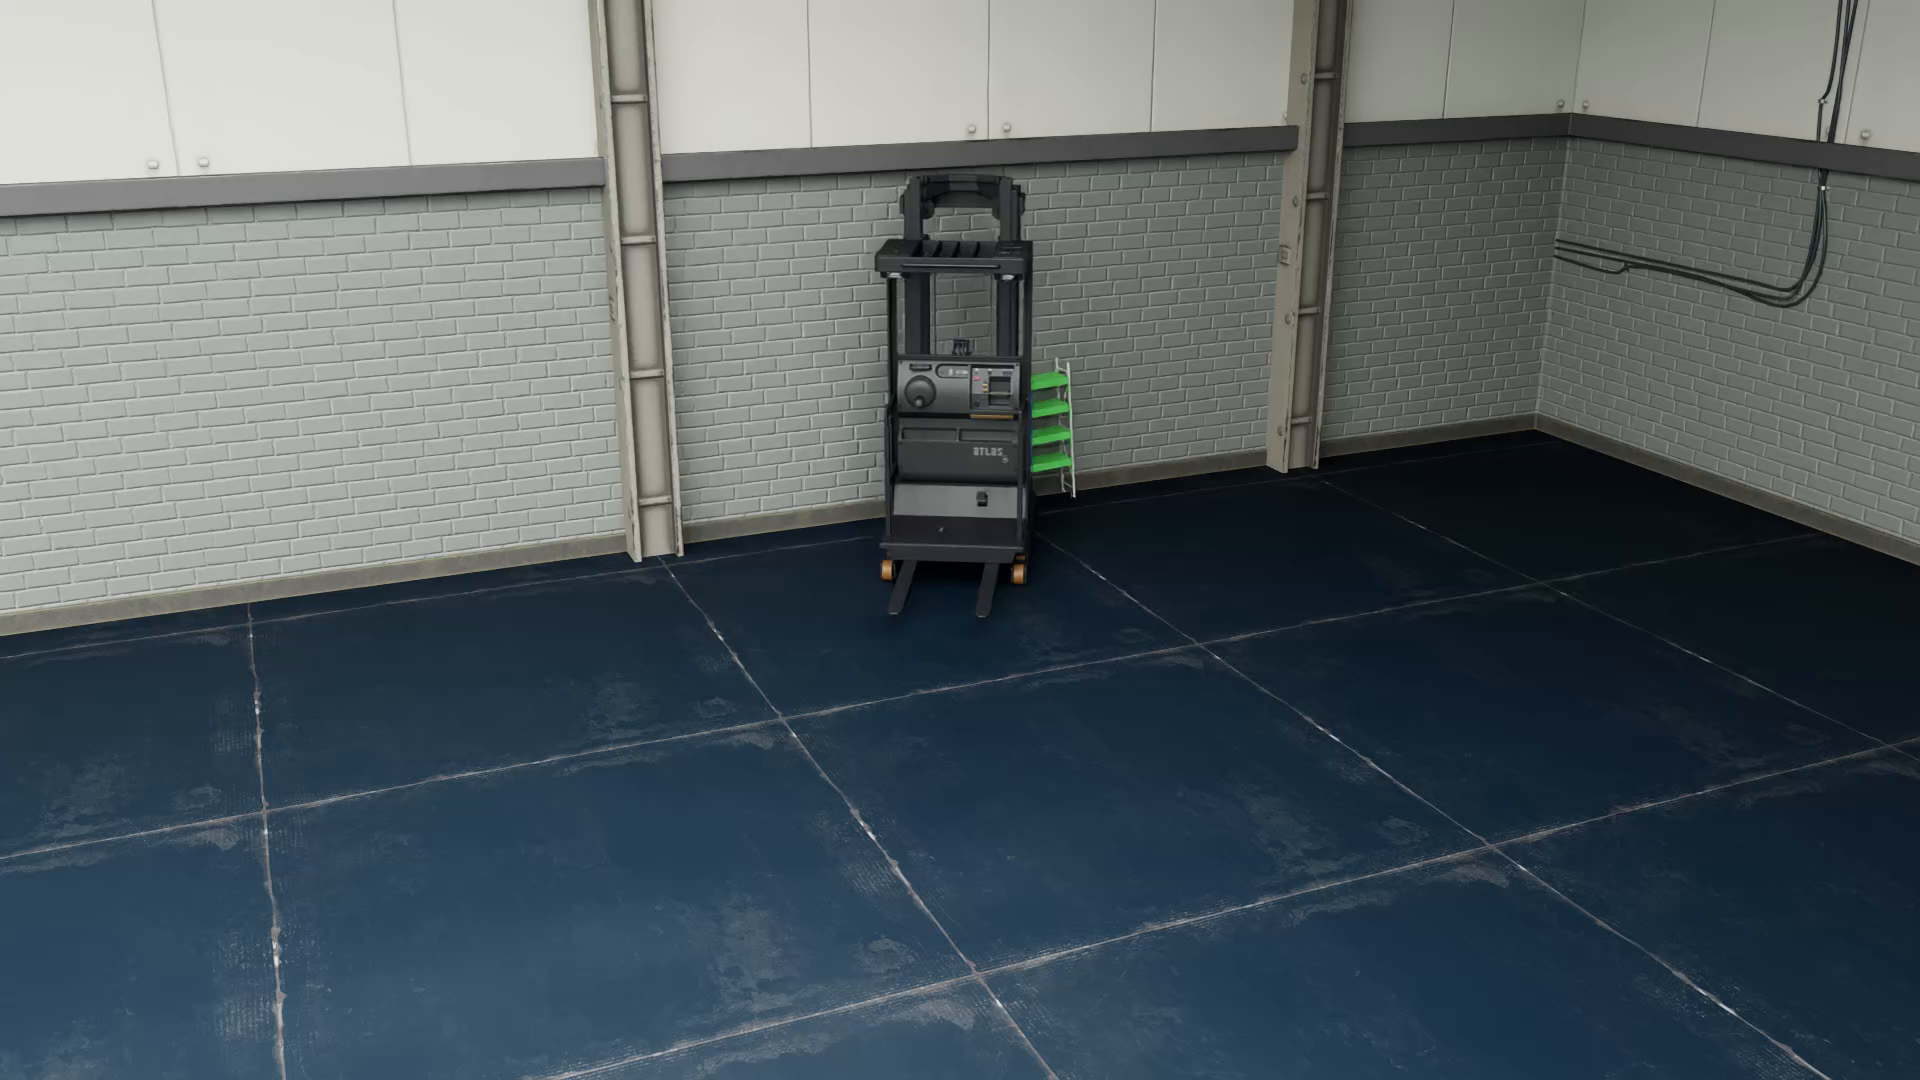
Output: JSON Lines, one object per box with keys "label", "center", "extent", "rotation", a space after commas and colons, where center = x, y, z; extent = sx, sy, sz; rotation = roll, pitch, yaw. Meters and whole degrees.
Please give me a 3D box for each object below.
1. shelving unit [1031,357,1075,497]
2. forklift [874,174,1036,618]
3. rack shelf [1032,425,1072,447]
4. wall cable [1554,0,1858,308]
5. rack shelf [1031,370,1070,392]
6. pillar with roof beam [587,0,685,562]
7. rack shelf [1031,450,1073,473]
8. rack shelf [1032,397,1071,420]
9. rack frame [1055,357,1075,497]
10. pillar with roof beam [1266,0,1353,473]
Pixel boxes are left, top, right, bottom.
{"label": "shelving unit", "center": [0.686, -0.923, 14.276], "extent": [0.503, 1.200, 0.258], "rotation": [-12, 21, -21]}
{"label": "forklift", "center": [-0.026, -1.158, 12.397], "extent": [1.130, 2.935, 3.031], "rotation": [2, 19, 5]}
{"label": "rack shelf", "center": [0.691, -0.863, 14.297], "extent": [0.480, 0.148, 0.258], "rotation": [-12, 21, -21]}
{"label": "wall cable", "center": [6.314, -3.452, 14.451], "extent": [0.112, 2.526, 3.097], "rotation": [-8, 21, -22]}
{"label": "rack shelf", "center": [0.659, -1.315, 14.139], "extent": [0.480, 0.148, 0.258], "rotation": [-12, 21, -21]}
{"label": "pillar with roof beam", "center": [-0.719, -2.830, 8.010], "extent": [0.400, 9.000, 9.100], "rotation": [-8, 21, -22]}
{"label": "rack shelf", "center": [0.707, -0.637, 14.376], "extent": [0.480, 0.148, 0.258], "rotation": [-12, 21, -21]}
{"label": "rack shelf", "center": [0.675, -1.089, 14.218], "extent": [0.480, 0.148, 0.258], "rotation": [-12, 21, -21]}
{"label": "rack frame", "center": [0.910, -0.969, 14.362], "extent": [0.015, 1.200, 0.240], "rotation": [-12, 21, -21]}
{"label": "pillar with roof beam", "center": [4.790, -3.619, 10.252], "extent": [0.400, 9.000, 9.100], "rotation": [-8, 21, -22]}
